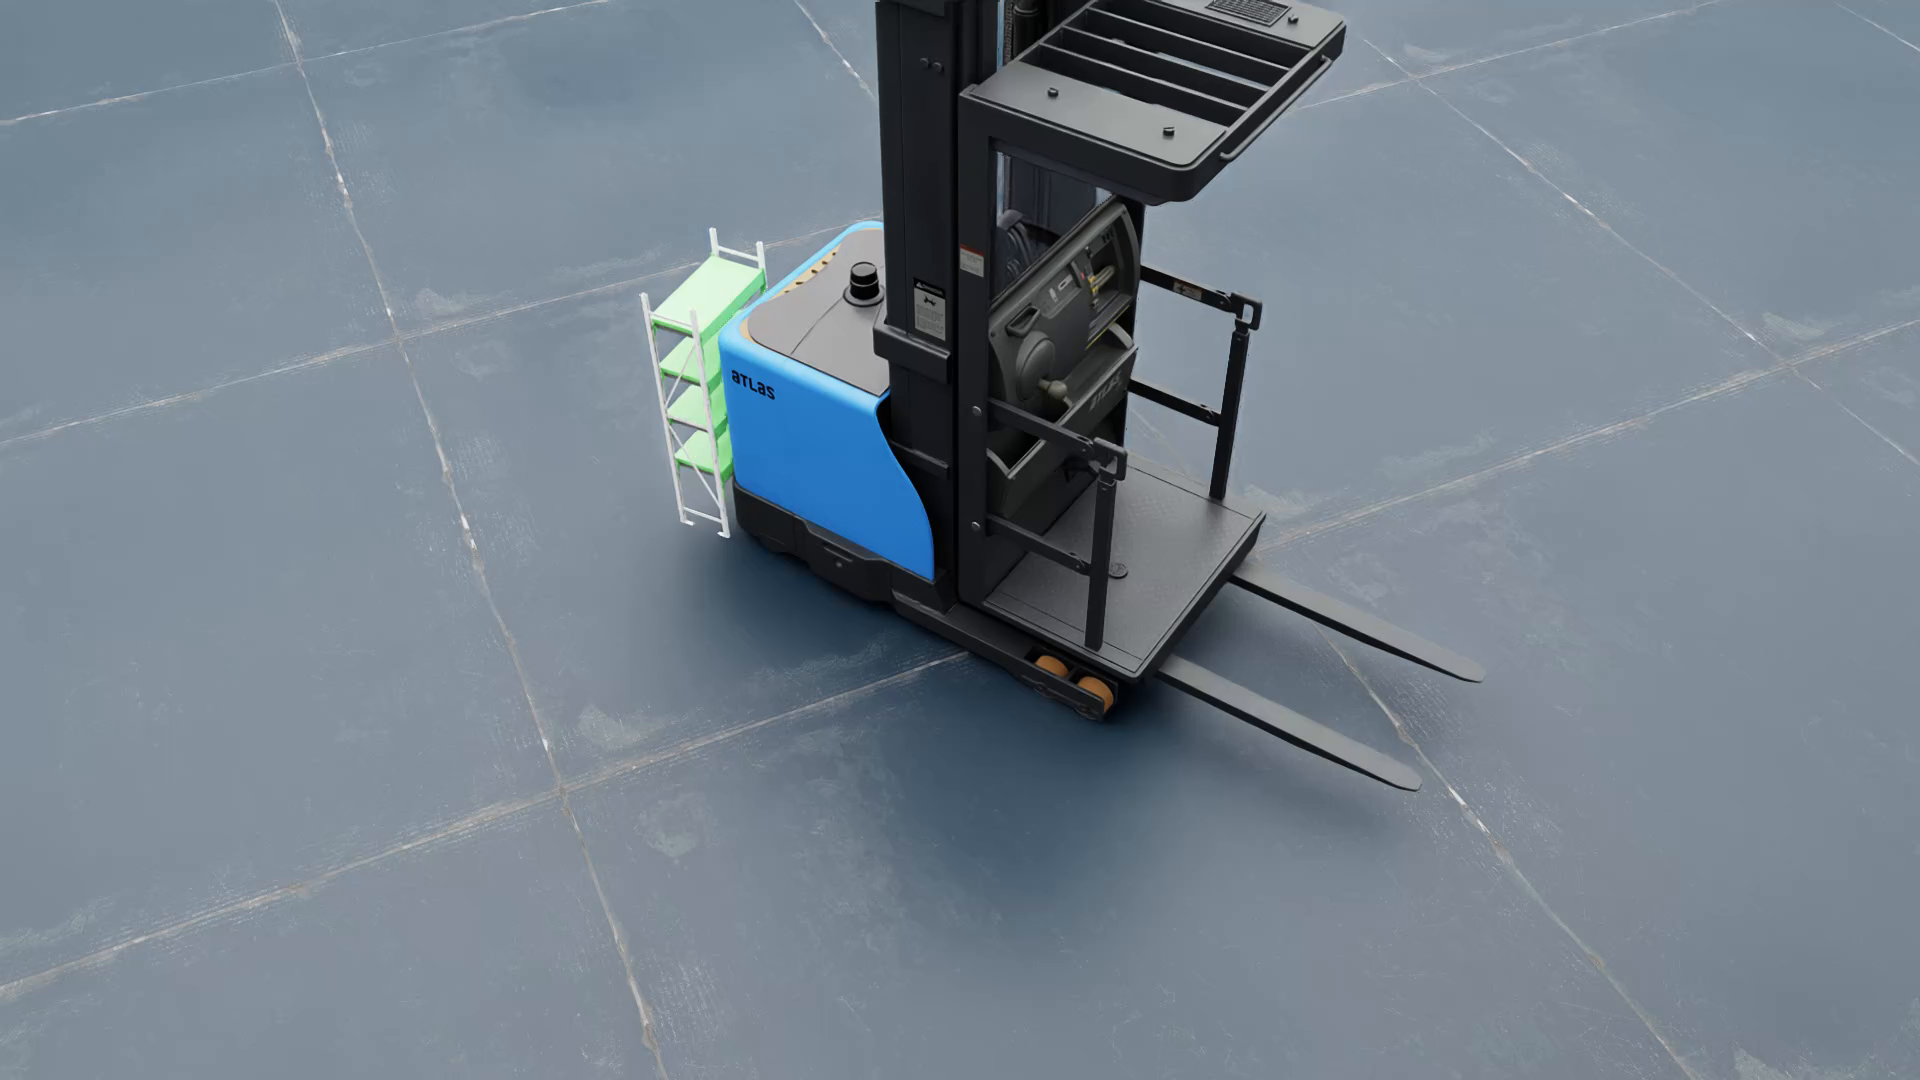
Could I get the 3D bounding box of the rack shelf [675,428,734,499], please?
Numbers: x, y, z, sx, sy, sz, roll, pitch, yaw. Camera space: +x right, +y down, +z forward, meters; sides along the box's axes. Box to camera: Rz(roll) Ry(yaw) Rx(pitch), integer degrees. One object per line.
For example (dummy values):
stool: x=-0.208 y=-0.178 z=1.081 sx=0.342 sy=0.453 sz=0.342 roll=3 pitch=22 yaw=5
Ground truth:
rack shelf: x=-0.992 y=-0.412 z=7.112 sx=0.258 sy=0.148 sz=0.480 roll=19 pitch=48 yaw=19

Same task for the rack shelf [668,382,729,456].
rack shelf: x=-0.995 y=-0.584 z=6.945 sx=0.258 sy=0.148 sz=0.480 roll=19 pitch=48 yaw=19

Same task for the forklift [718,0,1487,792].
forklift: x=0.553 y=-0.781 z=5.824 sx=3.031 sy=2.935 sz=1.130 roll=25 pitch=50 yaw=23

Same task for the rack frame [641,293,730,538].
rack frame: x=-1.103 y=-0.476 z=6.744 sx=0.240 sy=1.200 sz=0.015 roll=19 pitch=48 yaw=19

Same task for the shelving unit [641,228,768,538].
shelving unit: x=-0.996 y=-0.630 z=6.900 sx=0.258 sy=1.200 sz=0.503 roll=19 pitch=48 yaw=19

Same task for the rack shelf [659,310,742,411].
rack shelf: x=-0.998 y=-0.756 z=6.777 sx=0.258 sy=0.148 sz=0.480 roll=19 pitch=48 yaw=19

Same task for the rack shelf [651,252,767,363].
rack shelf: x=-1.000 y=-0.928 z=6.610 sx=0.258 sy=0.148 sz=0.480 roll=19 pitch=48 yaw=19

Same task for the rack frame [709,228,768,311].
rack frame: x=-0.888 y=-0.784 z=7.056 sx=0.240 sy=1.200 sz=0.015 roll=19 pitch=48 yaw=19
